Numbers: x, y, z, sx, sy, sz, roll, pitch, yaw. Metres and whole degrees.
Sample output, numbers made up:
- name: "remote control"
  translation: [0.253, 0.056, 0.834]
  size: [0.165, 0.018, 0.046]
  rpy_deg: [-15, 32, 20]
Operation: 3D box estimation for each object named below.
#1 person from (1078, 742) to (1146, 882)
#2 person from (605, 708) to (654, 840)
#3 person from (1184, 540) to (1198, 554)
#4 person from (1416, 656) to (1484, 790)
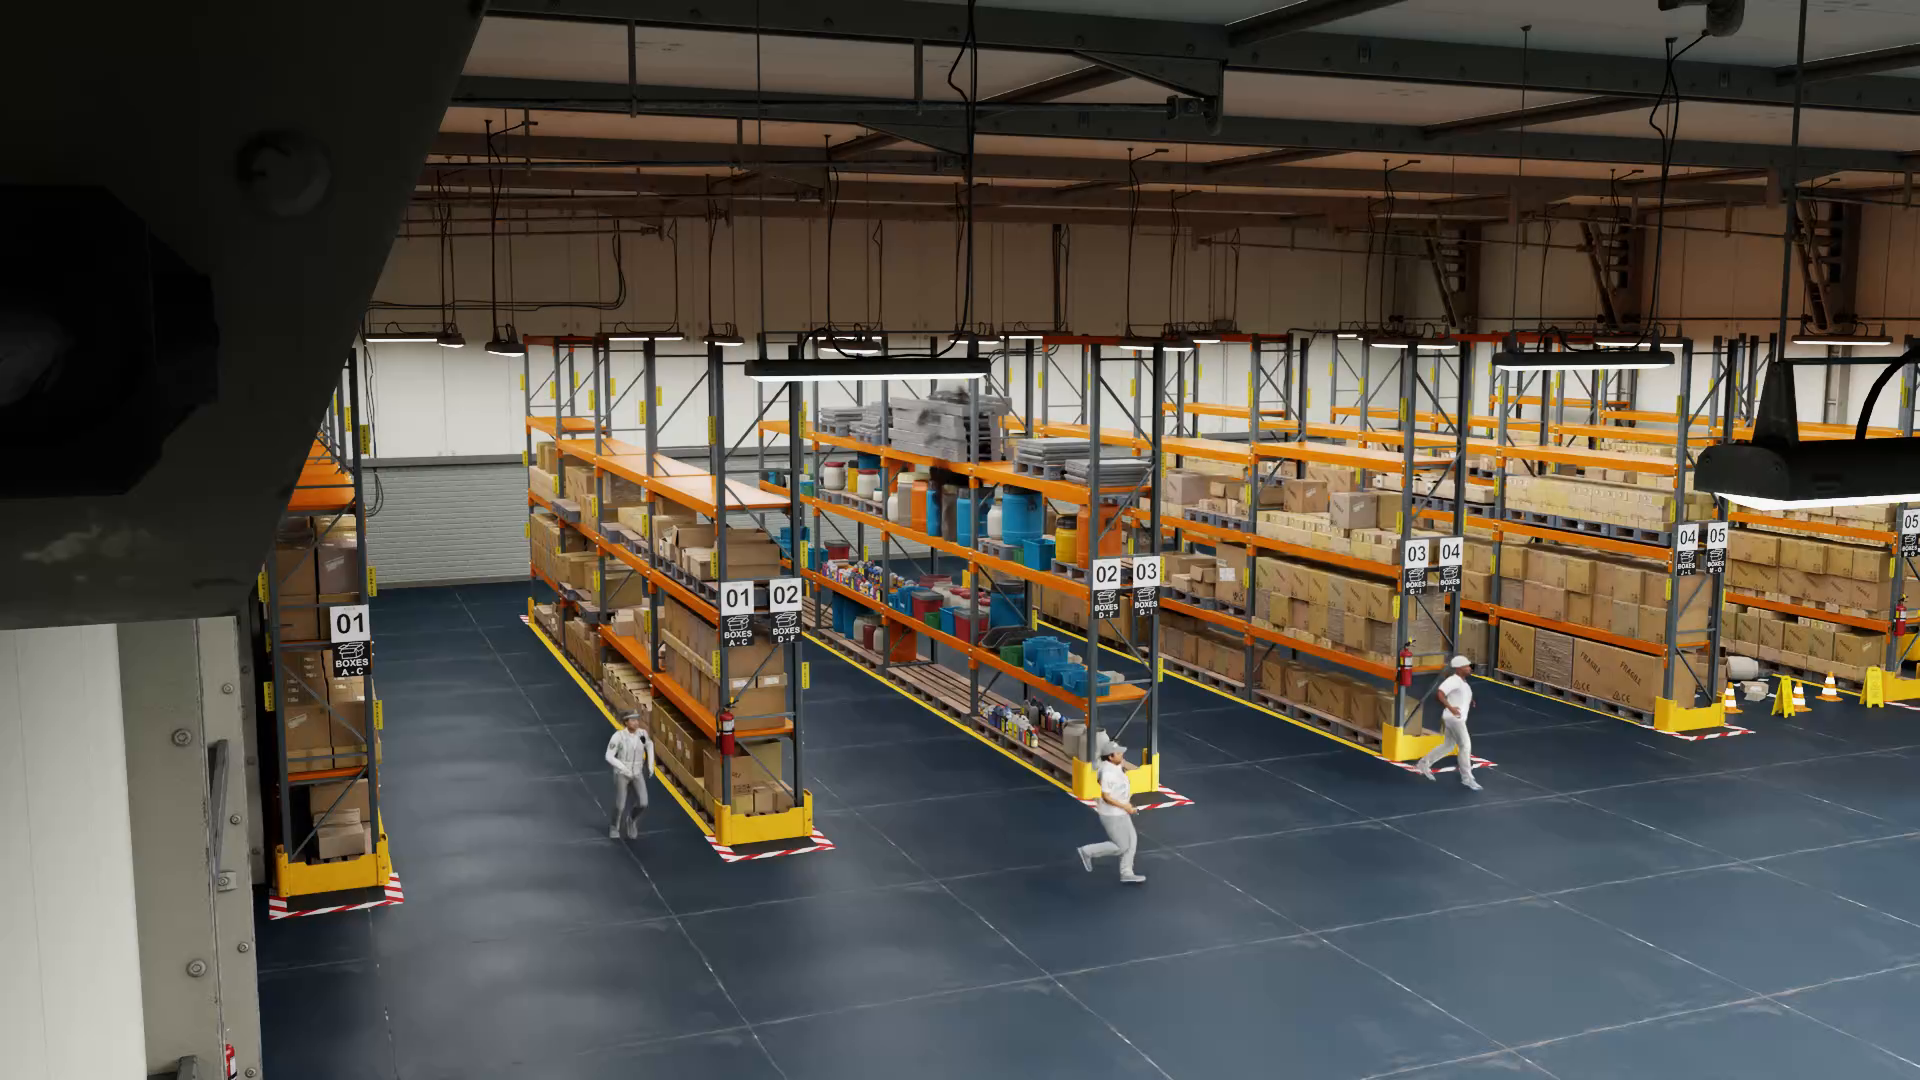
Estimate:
- name: "person"
  translation: [1.719, 3.062, 18.705]
  size: [0.769, 1.622, 0.621]
  rpy_deg: [1, 8, 5]
- name: "person"
  translation: [-3.974, 2.835, 20.177]
  size: [0.674, 1.645, 0.590]
  rpy_deg: [-5, 9, -31]
- name: "person"
  translation: [5.697, -0.150, 42.073]
  size: [1.112, 1.756, 0.731]
  rpy_deg: [-2, 8, -17]
- name: "person"
  translation: [6.737, 2.460, 22.716]
  size: [0.913, 1.775, 0.721]
  rpy_deg: [3, 8, 20]
